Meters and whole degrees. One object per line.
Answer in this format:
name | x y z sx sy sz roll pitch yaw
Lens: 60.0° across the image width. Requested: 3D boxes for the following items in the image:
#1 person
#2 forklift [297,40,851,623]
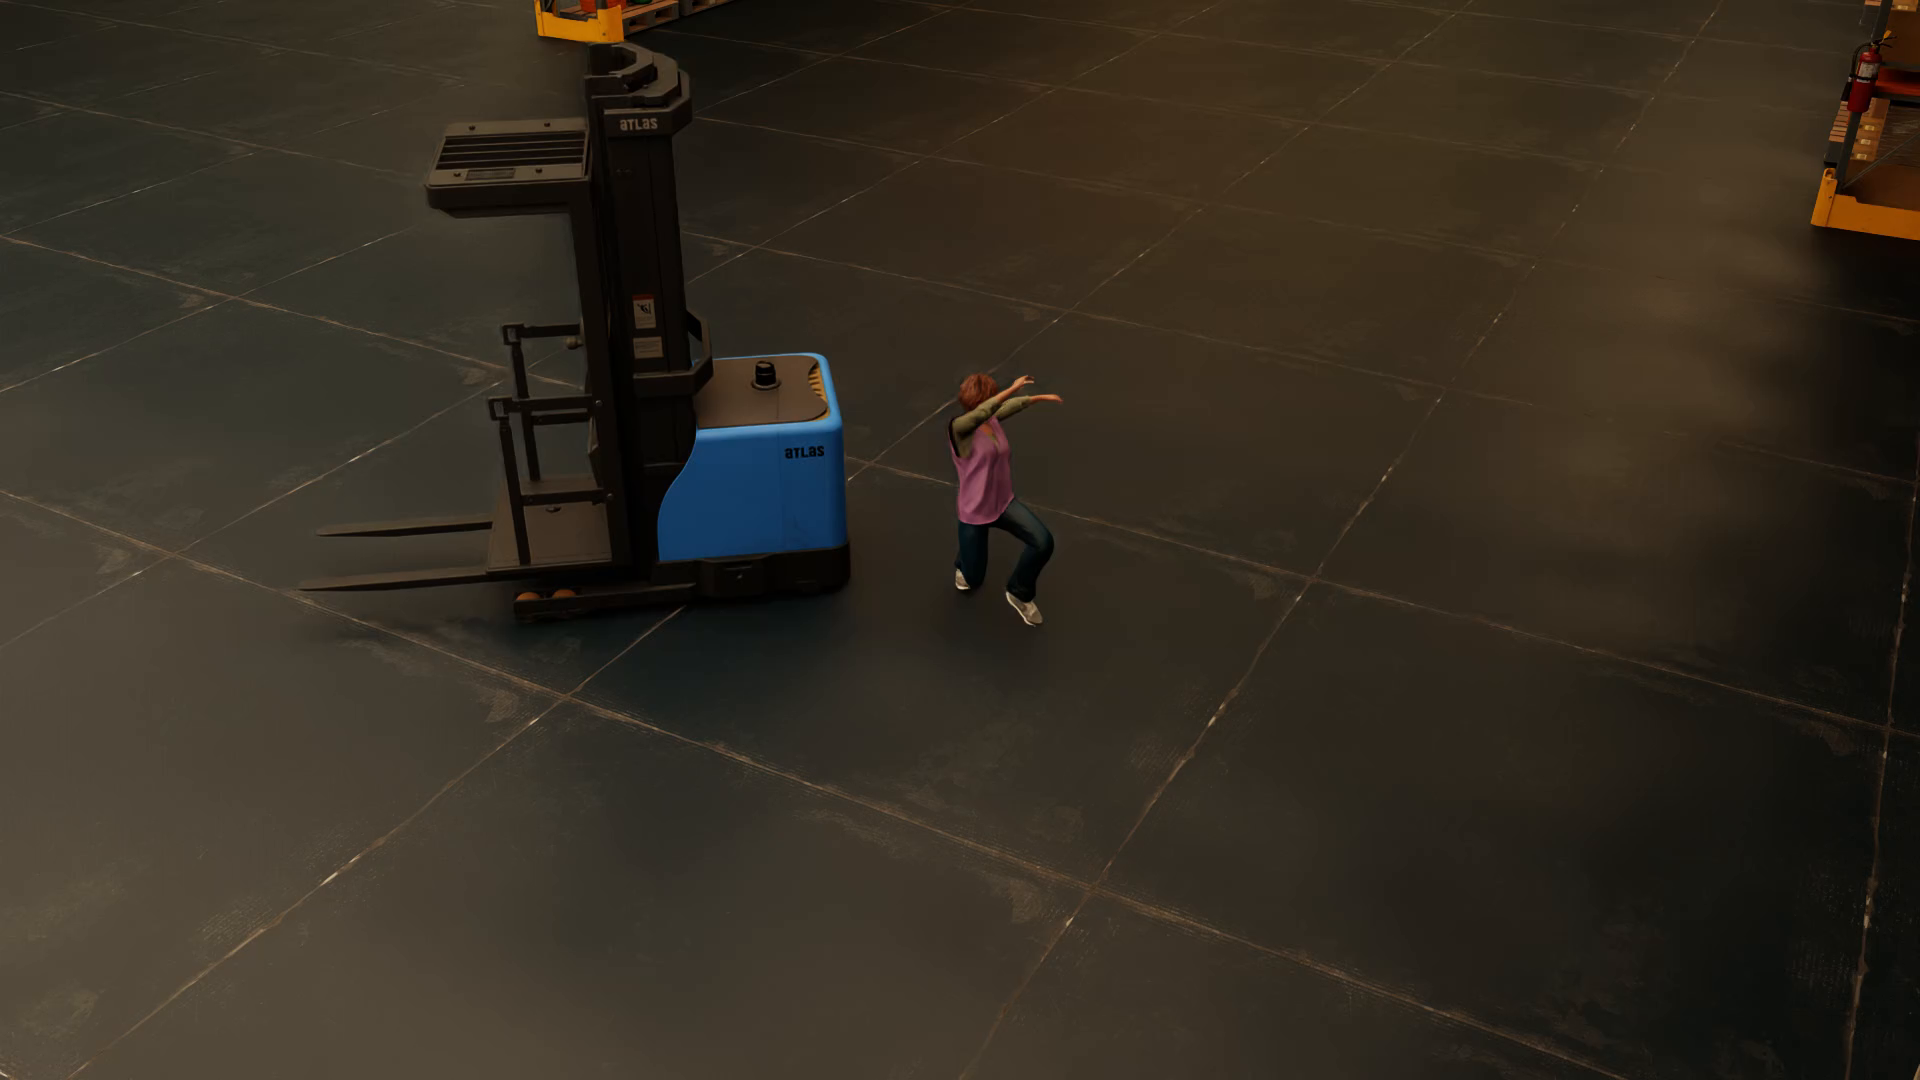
person | 0.388 -0.293 9.166 0.930 1.385 0.803 -20 36 -31
forklift | -2.188 -1.096 8.970 3.031 2.935 1.130 -5 30 -8
